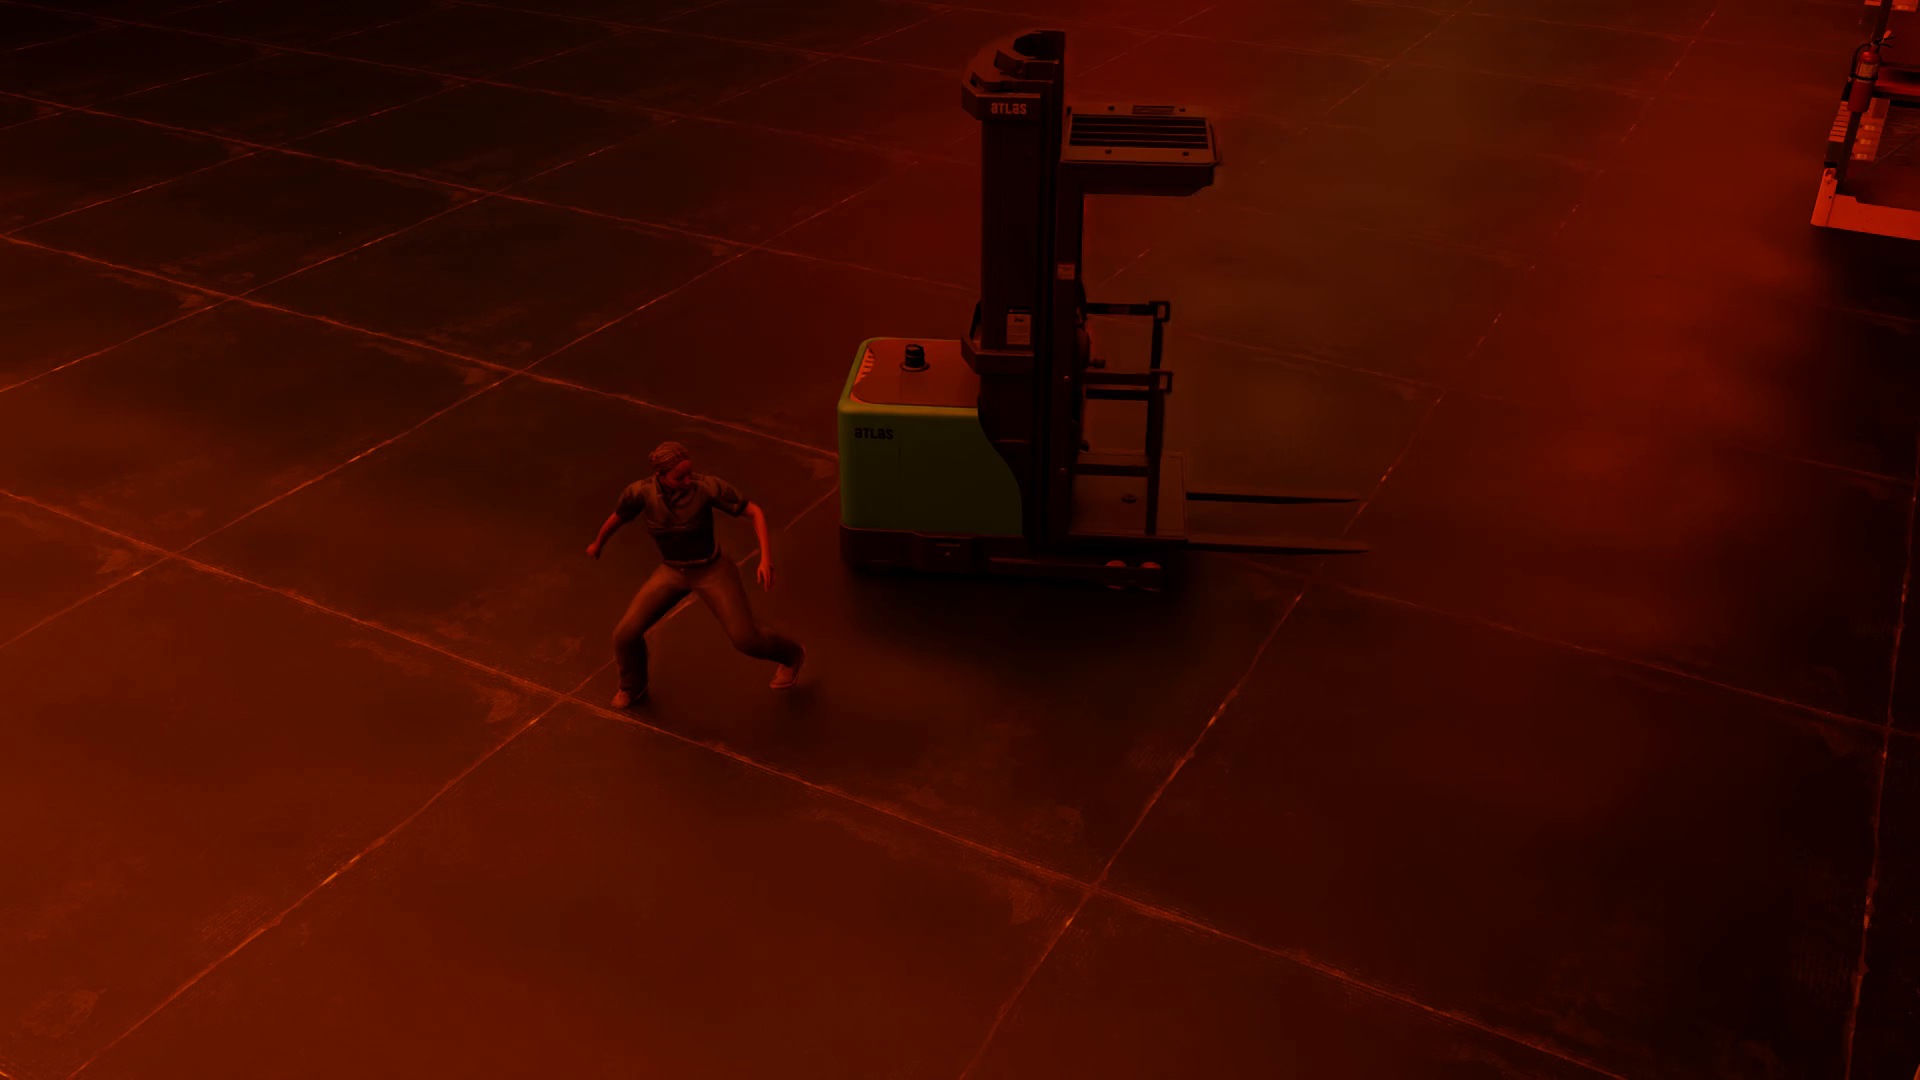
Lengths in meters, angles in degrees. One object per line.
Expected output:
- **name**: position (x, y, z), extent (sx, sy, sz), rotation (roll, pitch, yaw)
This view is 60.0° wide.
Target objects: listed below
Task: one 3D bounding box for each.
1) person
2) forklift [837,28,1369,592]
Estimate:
- **person**: position (-1.383, 0.181, 8.268), extent (1.109, 1.565, 0.500), rotation (6, 30, 9)
- **forklift**: position (0.853, -1.255, 9.245), extent (3.031, 2.935, 1.130), rotation (3, 30, 5)
